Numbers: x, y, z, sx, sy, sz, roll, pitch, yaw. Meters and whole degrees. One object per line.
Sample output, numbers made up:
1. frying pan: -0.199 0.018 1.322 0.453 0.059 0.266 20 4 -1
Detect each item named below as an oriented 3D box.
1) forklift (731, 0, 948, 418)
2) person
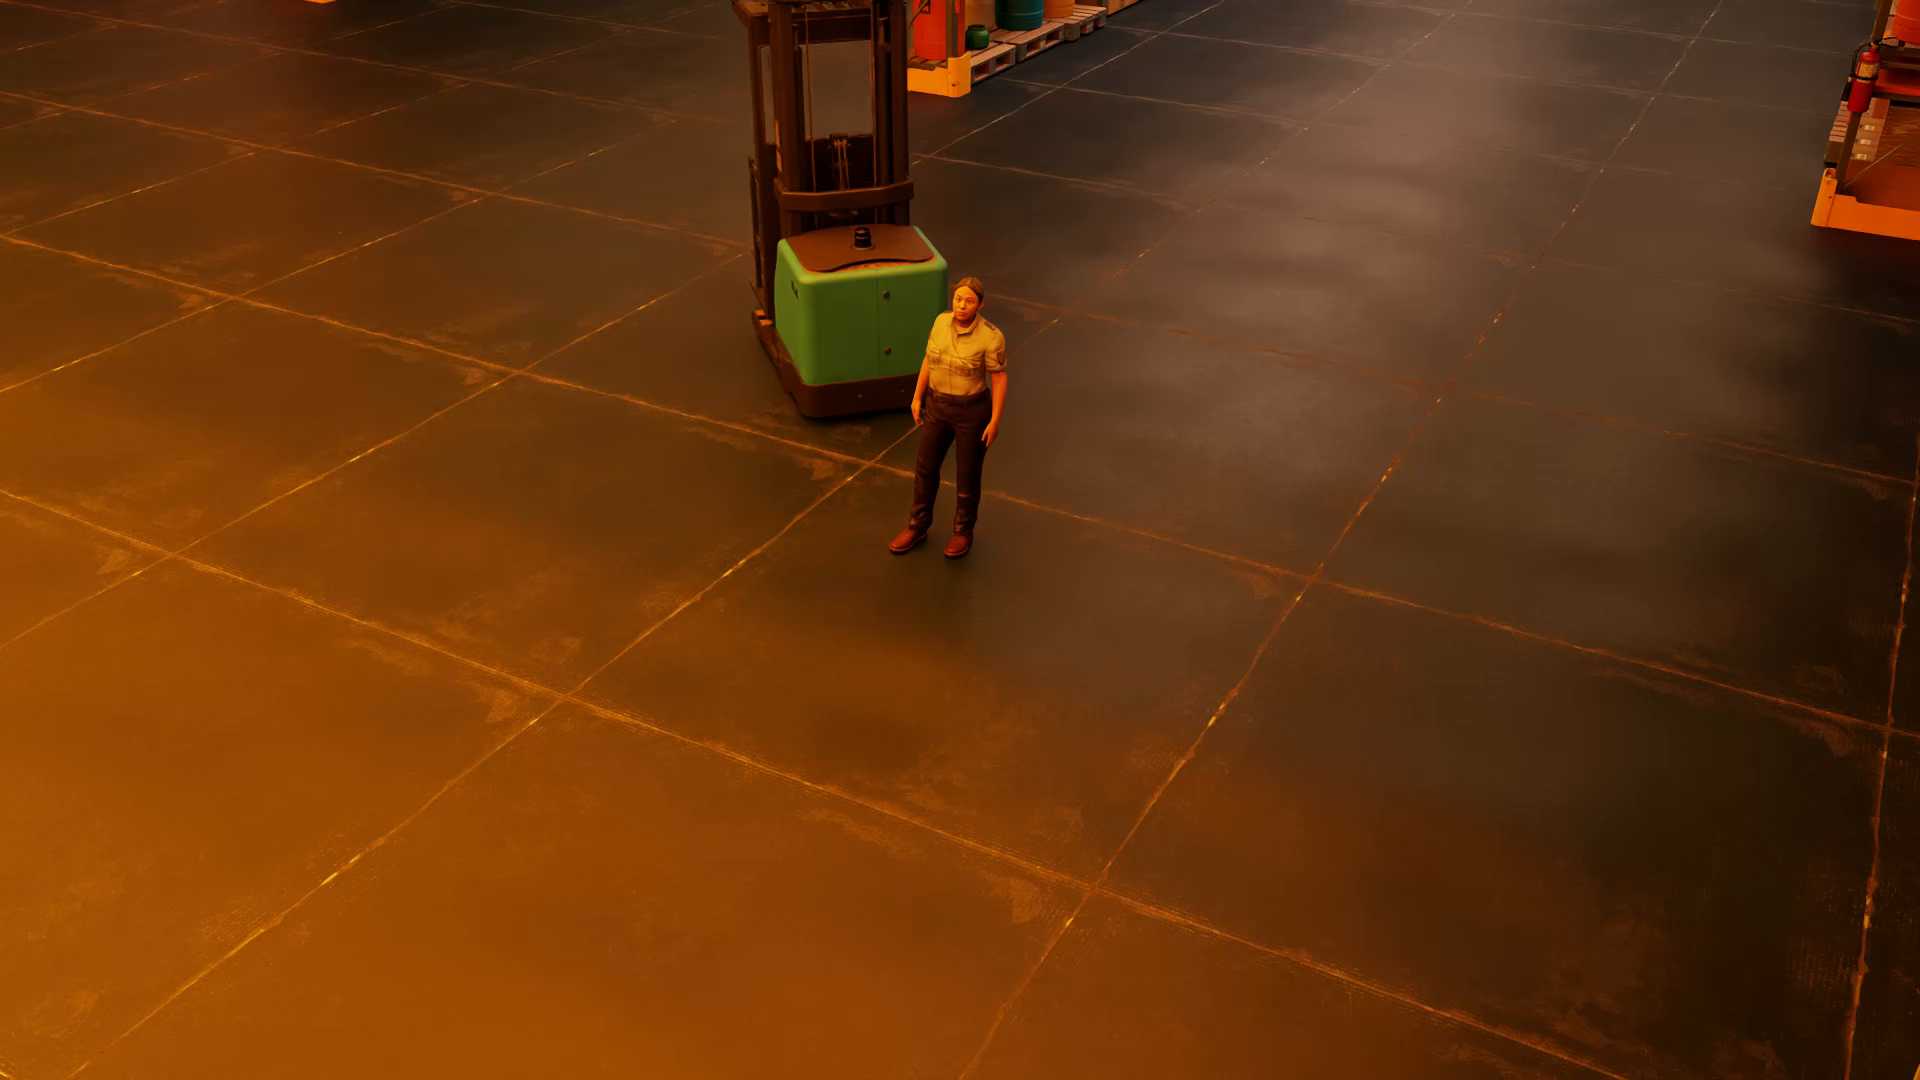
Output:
1. forklift: -0.971 -2.824 11.963 1.130 2.935 3.031 -8 31 -14
2. person: -0.063 -0.686 9.529 0.599 1.650 0.503 15 33 25
